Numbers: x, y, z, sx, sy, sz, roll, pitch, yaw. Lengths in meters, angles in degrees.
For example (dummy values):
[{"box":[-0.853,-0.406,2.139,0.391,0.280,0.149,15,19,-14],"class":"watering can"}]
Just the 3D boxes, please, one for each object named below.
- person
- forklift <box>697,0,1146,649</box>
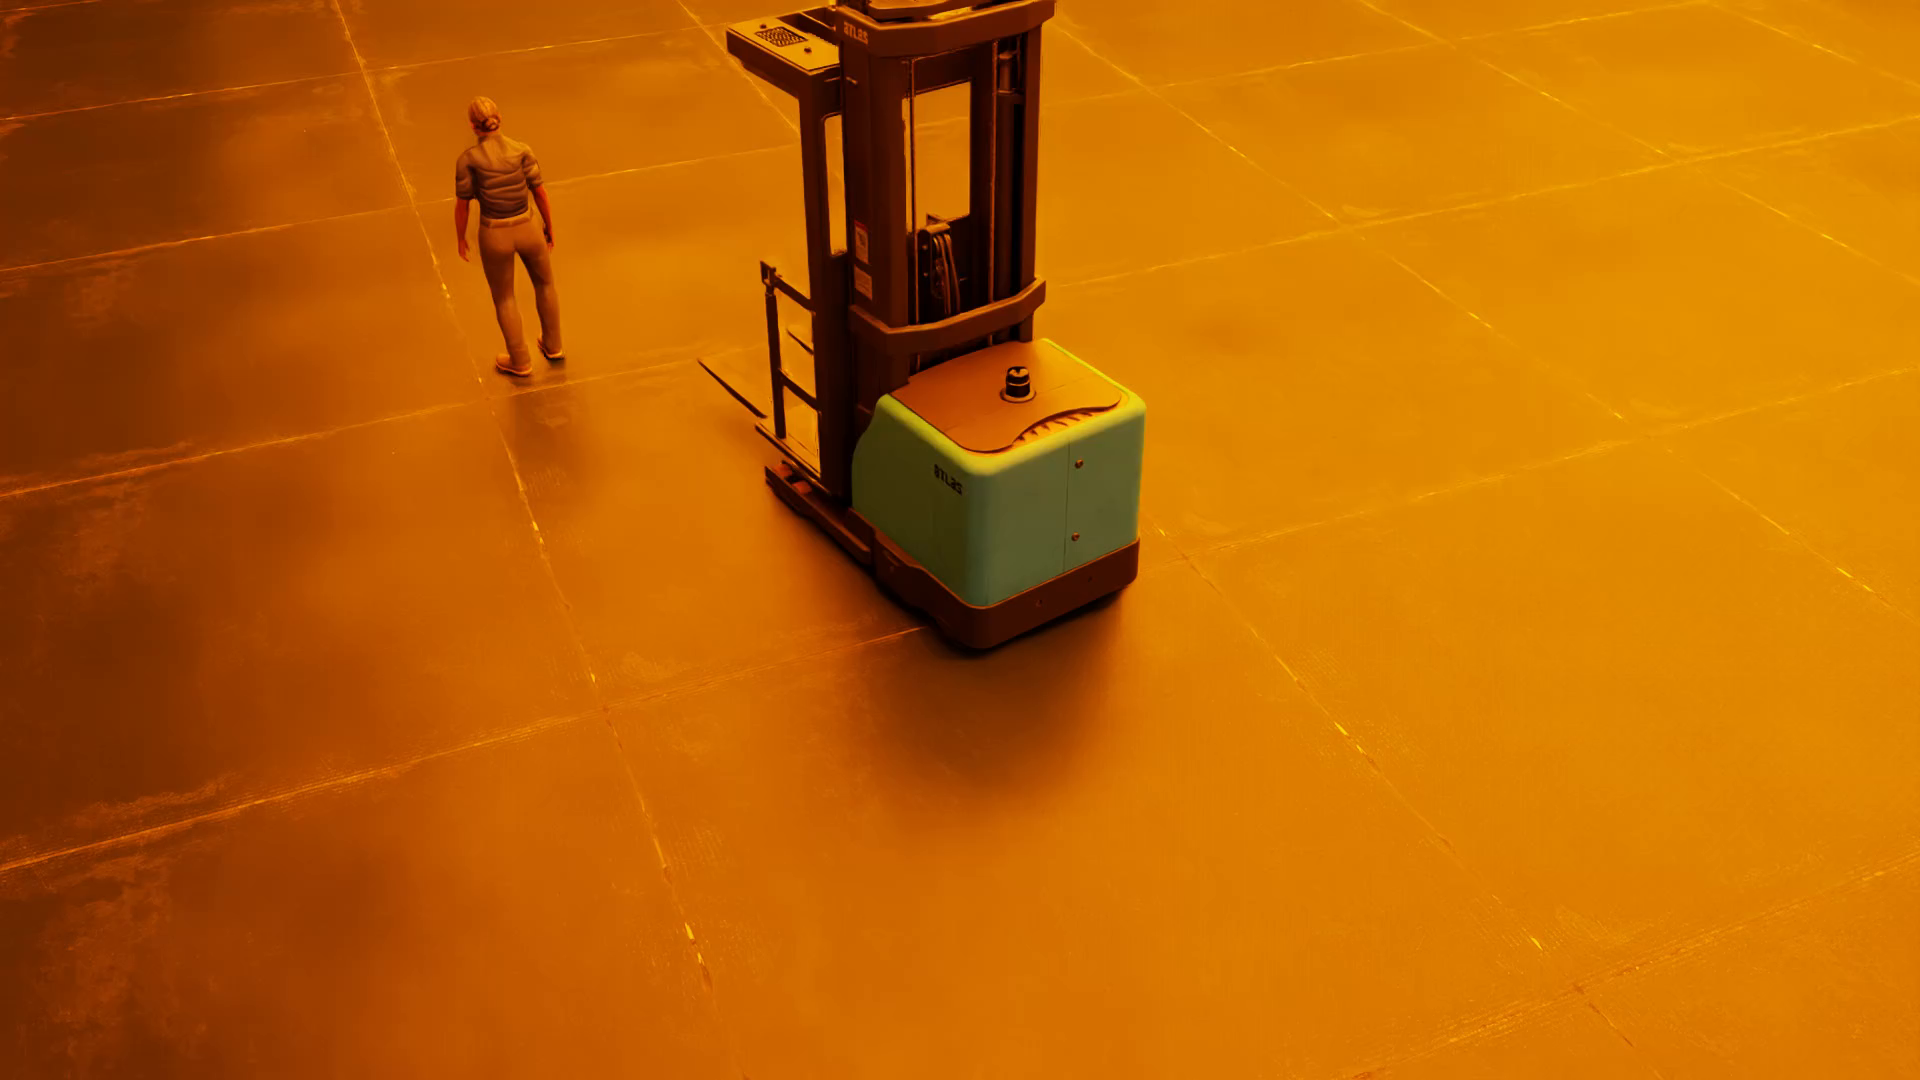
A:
[{"box":[-2.648,-1.774,9.704,0.559,1.646,0.430,-16,38,-21],"class":"person"},{"box":[-0.389,-1.491,8.195,1.130,2.935,3.031,-23,41,-28],"class":"forklift"}]
